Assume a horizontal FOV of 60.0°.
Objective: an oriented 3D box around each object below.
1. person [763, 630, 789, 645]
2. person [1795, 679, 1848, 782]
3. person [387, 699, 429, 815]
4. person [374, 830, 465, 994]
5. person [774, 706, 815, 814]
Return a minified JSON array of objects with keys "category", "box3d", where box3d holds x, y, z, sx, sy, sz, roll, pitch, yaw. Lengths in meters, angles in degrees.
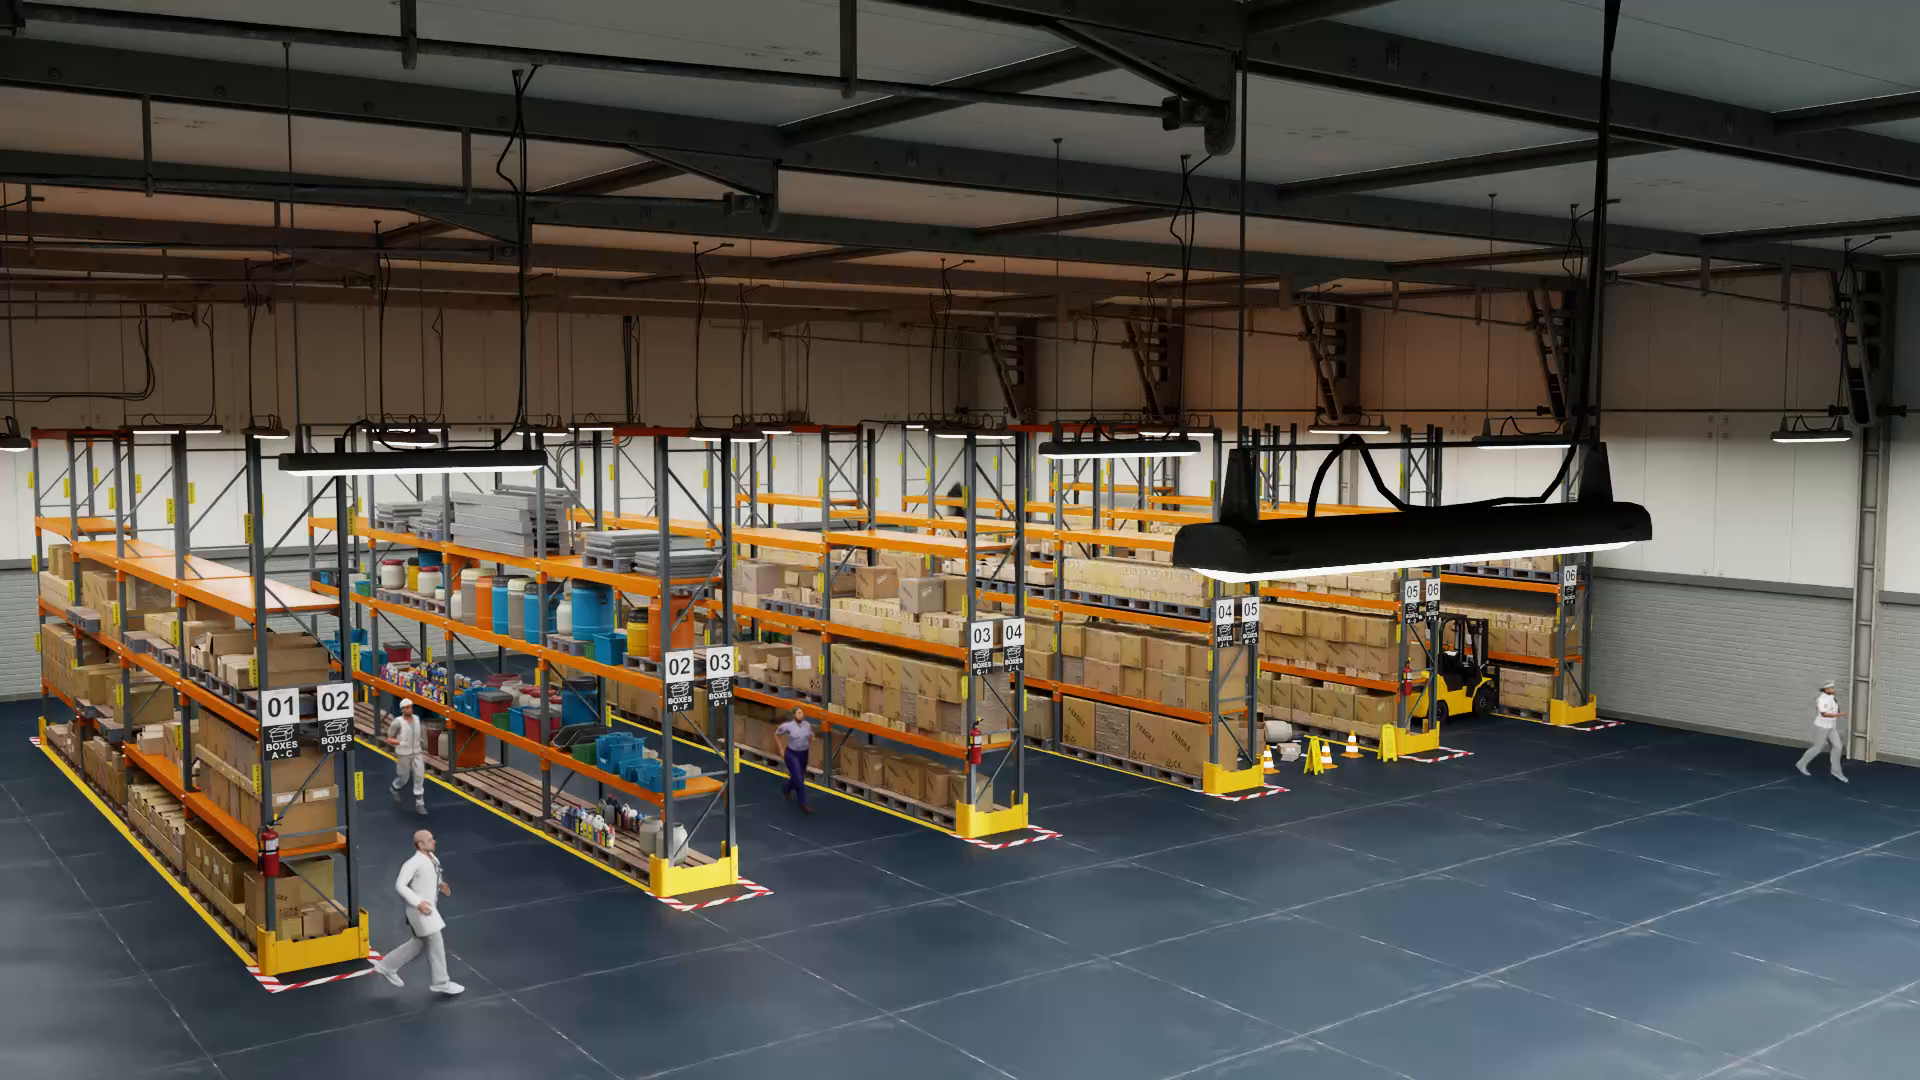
[{"category":"person","box3d":[-4.672,2.152,41.830,0.966,1.775,0.690,-1,5,-7]},{"category":"person","box3d":[14.801,3.243,28.496,0.780,1.741,0.603,4,6,44]},{"category":"person","box3d":[-8.677,3.379,26.132,0.985,1.793,0.655,4,6,43]},{"category":"person","box3d":[-5.859,4.011,17.980,0.966,1.783,0.707,0,4,-6]},{"category":"person","box3d":[-2.586,3.437,26.258,0.605,1.617,0.936,-4,6,-42]}]
